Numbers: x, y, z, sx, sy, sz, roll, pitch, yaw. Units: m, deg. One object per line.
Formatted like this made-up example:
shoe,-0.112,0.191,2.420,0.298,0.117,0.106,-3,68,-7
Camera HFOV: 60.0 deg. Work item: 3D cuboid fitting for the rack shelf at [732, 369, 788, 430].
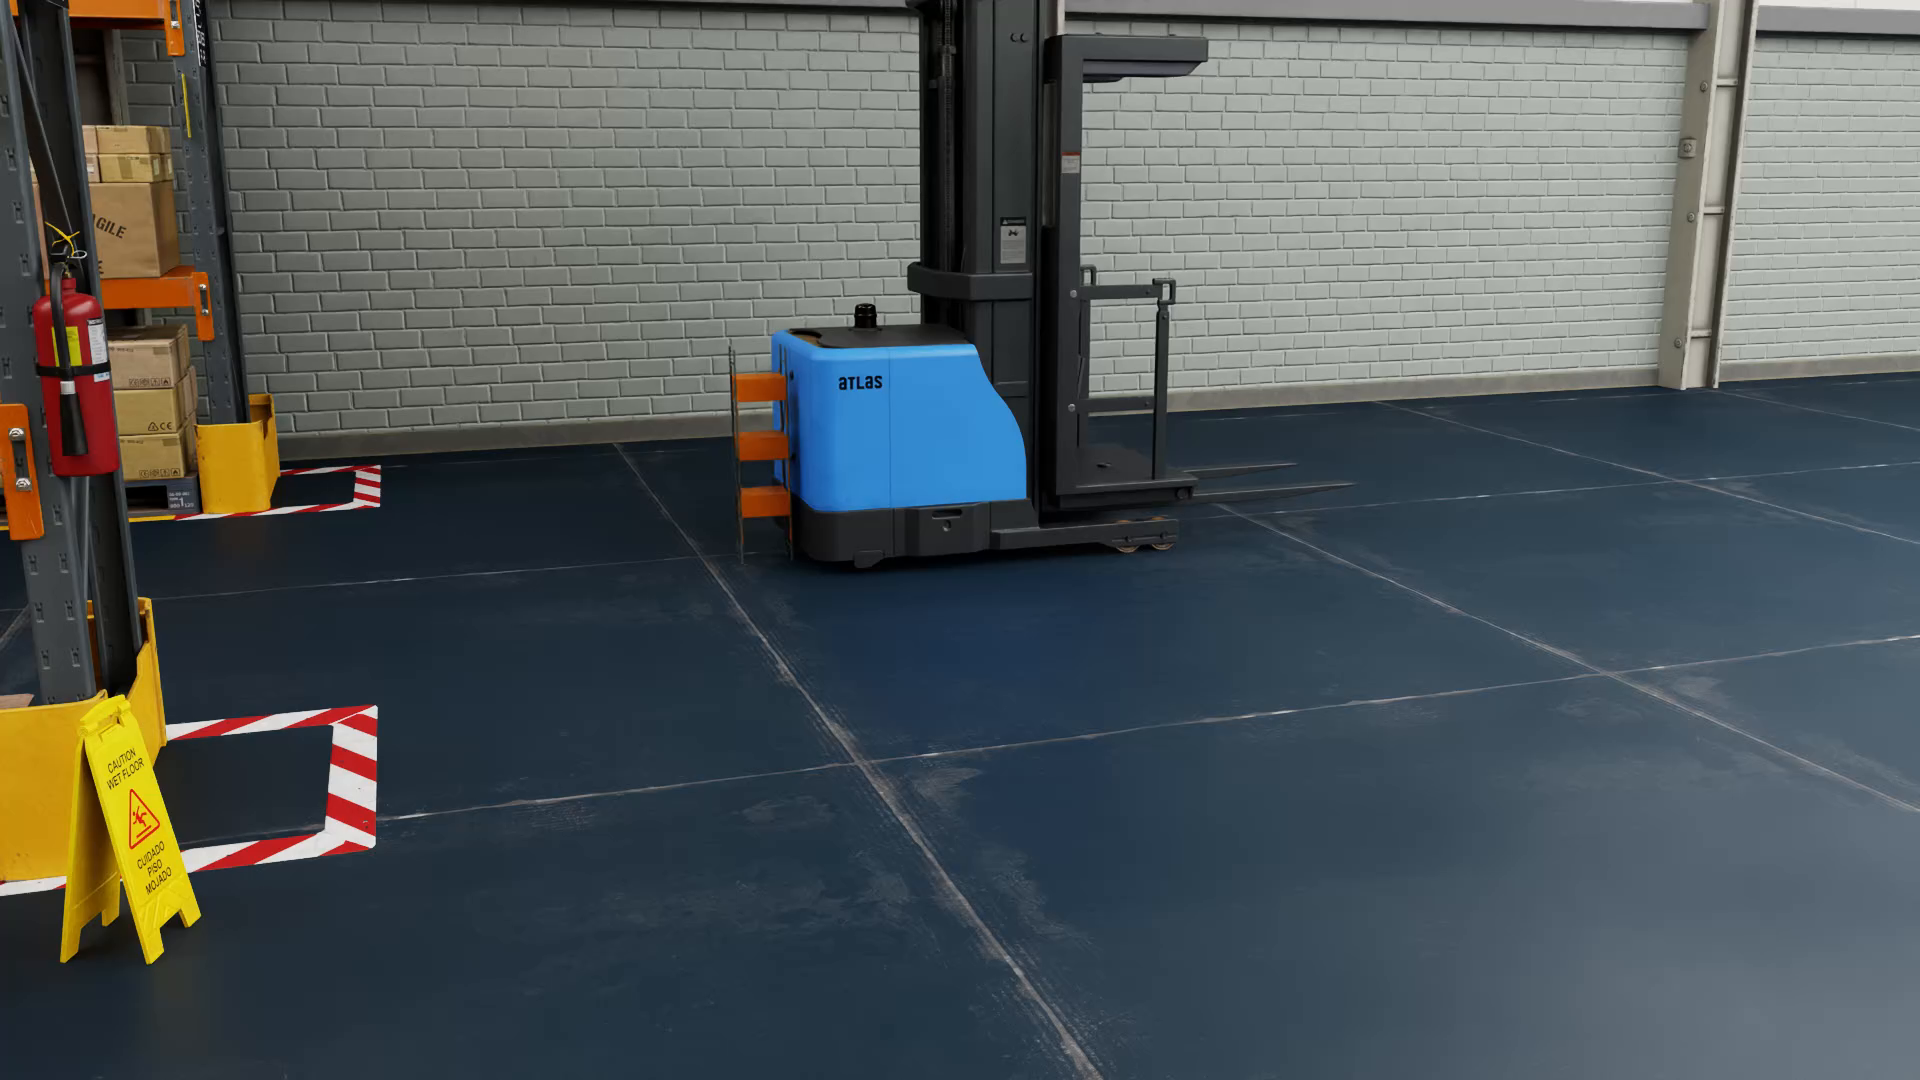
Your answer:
rack shelf,-0.972,-0.683,8.050,0.240,0.259,0.215,-4,13,-14

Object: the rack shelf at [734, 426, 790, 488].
rack shelf,-0.969,-0.405,8.110,0.240,0.259,0.215,-4,13,-14

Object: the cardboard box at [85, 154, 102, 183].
cardboard box,-4.719,-1.987,8.896,0.250,0.149,0.380,-4,14,-17

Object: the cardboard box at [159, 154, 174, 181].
cardboard box,-4.652,-2.131,9.503,0.250,0.149,0.380,-5,14,-20

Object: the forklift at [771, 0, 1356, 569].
forklift,0.591,-1.472,8.497,3.031,2.935,1.130,-4,14,-18

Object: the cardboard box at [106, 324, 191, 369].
cardboard box,-4.763,-1.094,9.635,0.500,0.250,0.500,-5,14,-19

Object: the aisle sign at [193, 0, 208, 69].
aisle sign,-4.091,-2.940,8.904,0.004,0.787,0.394,-4,14,-18

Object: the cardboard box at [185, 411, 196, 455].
cardboard box,-4.775,-0.608,9.753,0.500,0.250,0.500,-4,14,-18

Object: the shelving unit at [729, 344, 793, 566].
shelving unit,-0.969,-0.416,8.108,0.252,1.050,0.215,-4,13,-14

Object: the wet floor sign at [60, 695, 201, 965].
wet floor sign,-2.139,0.719,4.225,0.232,0.644,0.267,0,13,1

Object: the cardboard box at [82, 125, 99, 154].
cardboard box,-4.744,-2.146,8.924,0.250,0.149,0.380,-4,14,-18

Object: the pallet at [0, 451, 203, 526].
pallet,-4.959,-0.313,9.502,1.213,0.211,1.003,-4,14,-18

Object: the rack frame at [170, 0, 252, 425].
rack frame,-4.247,-1.735,9.455,0.127,3.000,1.000,-4,14,-18

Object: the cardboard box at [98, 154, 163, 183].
cardboard box,-4.487,-2.012,9.003,0.250,0.149,0.380,-4,14,-17

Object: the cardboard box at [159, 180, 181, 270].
cardboard box,-4.806,-1.808,9.546,0.500,0.500,0.500,-4,14,-16

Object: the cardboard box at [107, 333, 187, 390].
cardboard box,-4.584,-0.986,9.179,0.500,0.250,0.500,-4,14,-16

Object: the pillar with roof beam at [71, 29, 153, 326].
pillar with roof beam,-3.822,-3.856,5.407,0.400,9.000,9.100,-4,14,-18

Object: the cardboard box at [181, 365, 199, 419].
cardboard box,-4.759,-0.856,9.713,0.500,0.250,0.500,-4,14,-17

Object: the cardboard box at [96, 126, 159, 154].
cardboard box,-4.520,-2.171,9.029,0.250,0.149,0.380,-4,14,-18

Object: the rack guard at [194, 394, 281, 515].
rack guard,-4.225,-0.521,9.752,0.348,0.500,1.175,-4,14,-18

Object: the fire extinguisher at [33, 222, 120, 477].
fire extinguisher,-2.405,-0.517,4.499,0.183,0.674,0.296,-4,14,-18

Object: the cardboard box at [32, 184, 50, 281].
cardboard box,-5.125,-1.654,8.897,0.500,0.500,0.500,-4,14,-16

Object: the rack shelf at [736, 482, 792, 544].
rack shelf,-0.966,-0.134,8.170,0.240,0.259,0.215,-4,13,-14

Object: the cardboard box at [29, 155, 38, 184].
cardboard box,-4.985,-1.981,8.872,0.250,0.149,0.380,-4,14,-17

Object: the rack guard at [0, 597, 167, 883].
rack guard,-2.733,0.575,5.145,0.348,0.500,1.175,-4,14,-18

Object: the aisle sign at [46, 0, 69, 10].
aisle sign,-2.701,-1.984,4.884,0.004,0.787,0.394,-4,14,-18

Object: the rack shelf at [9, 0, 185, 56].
rack shelf,-6.143,-2.697,8.571,4.000,0.370,1.077,-4,14,-18

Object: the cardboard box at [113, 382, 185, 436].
cardboard box,-4.609,-0.740,9.228,0.500,0.250,0.500,-5,14,-19

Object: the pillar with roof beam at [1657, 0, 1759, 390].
pillar with roof beam,7.552,-4.741,9.130,0.400,9.000,9.100,-4,14,-18

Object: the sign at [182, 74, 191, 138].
sign,-4.088,-2.294,8.789,0.005,0.325,0.100,-4,14,-18

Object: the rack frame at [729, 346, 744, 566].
rack frame,-1.087,-0.408,8.079,0.008,1.050,0.200,-4,13,-14

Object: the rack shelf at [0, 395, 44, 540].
rack shelf,-4.556,-0.149,4.342,4.000,0.370,1.077,-4,14,-18

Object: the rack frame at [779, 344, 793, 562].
rack frame,-0.850,-0.423,8.137,0.008,1.050,0.200,-4,13,-14

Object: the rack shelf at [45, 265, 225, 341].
rack shelf,-6.143,-1.238,8.918,4.000,0.370,1.077,-4,14,-18

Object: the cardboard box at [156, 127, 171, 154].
cardboard box,-4.634,-2.266,9.427,0.250,0.149,0.380,-5,14,-19

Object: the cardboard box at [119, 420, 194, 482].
cardboard box,-4.592,-0.498,9.288,0.500,0.250,0.500,-4,14,-18

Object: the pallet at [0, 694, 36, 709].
pallet,-3.514,0.768,4.959,1.213,0.211,1.003,-4,14,-18

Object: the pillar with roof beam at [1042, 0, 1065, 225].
pillar with roof beam,1.865,-4.299,7.268,0.400,9.000,9.100,-4,14,-18

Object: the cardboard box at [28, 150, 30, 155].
cardboard box,-4.983,-2.121,8.817,0.250,0.149,0.380,-4,14,-17

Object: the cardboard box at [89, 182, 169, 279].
cardboard box,-4.630,-1.690,9.049,0.500,0.500,0.500,-5,14,-19

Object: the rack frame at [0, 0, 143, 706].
rack frame,-2.661,-0.647,4.880,0.127,3.000,1.000,-4,14,-18

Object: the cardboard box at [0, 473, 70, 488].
cardboard box,-5.066,-0.463,9.142,0.500,0.250,0.500,-4,14,-18
